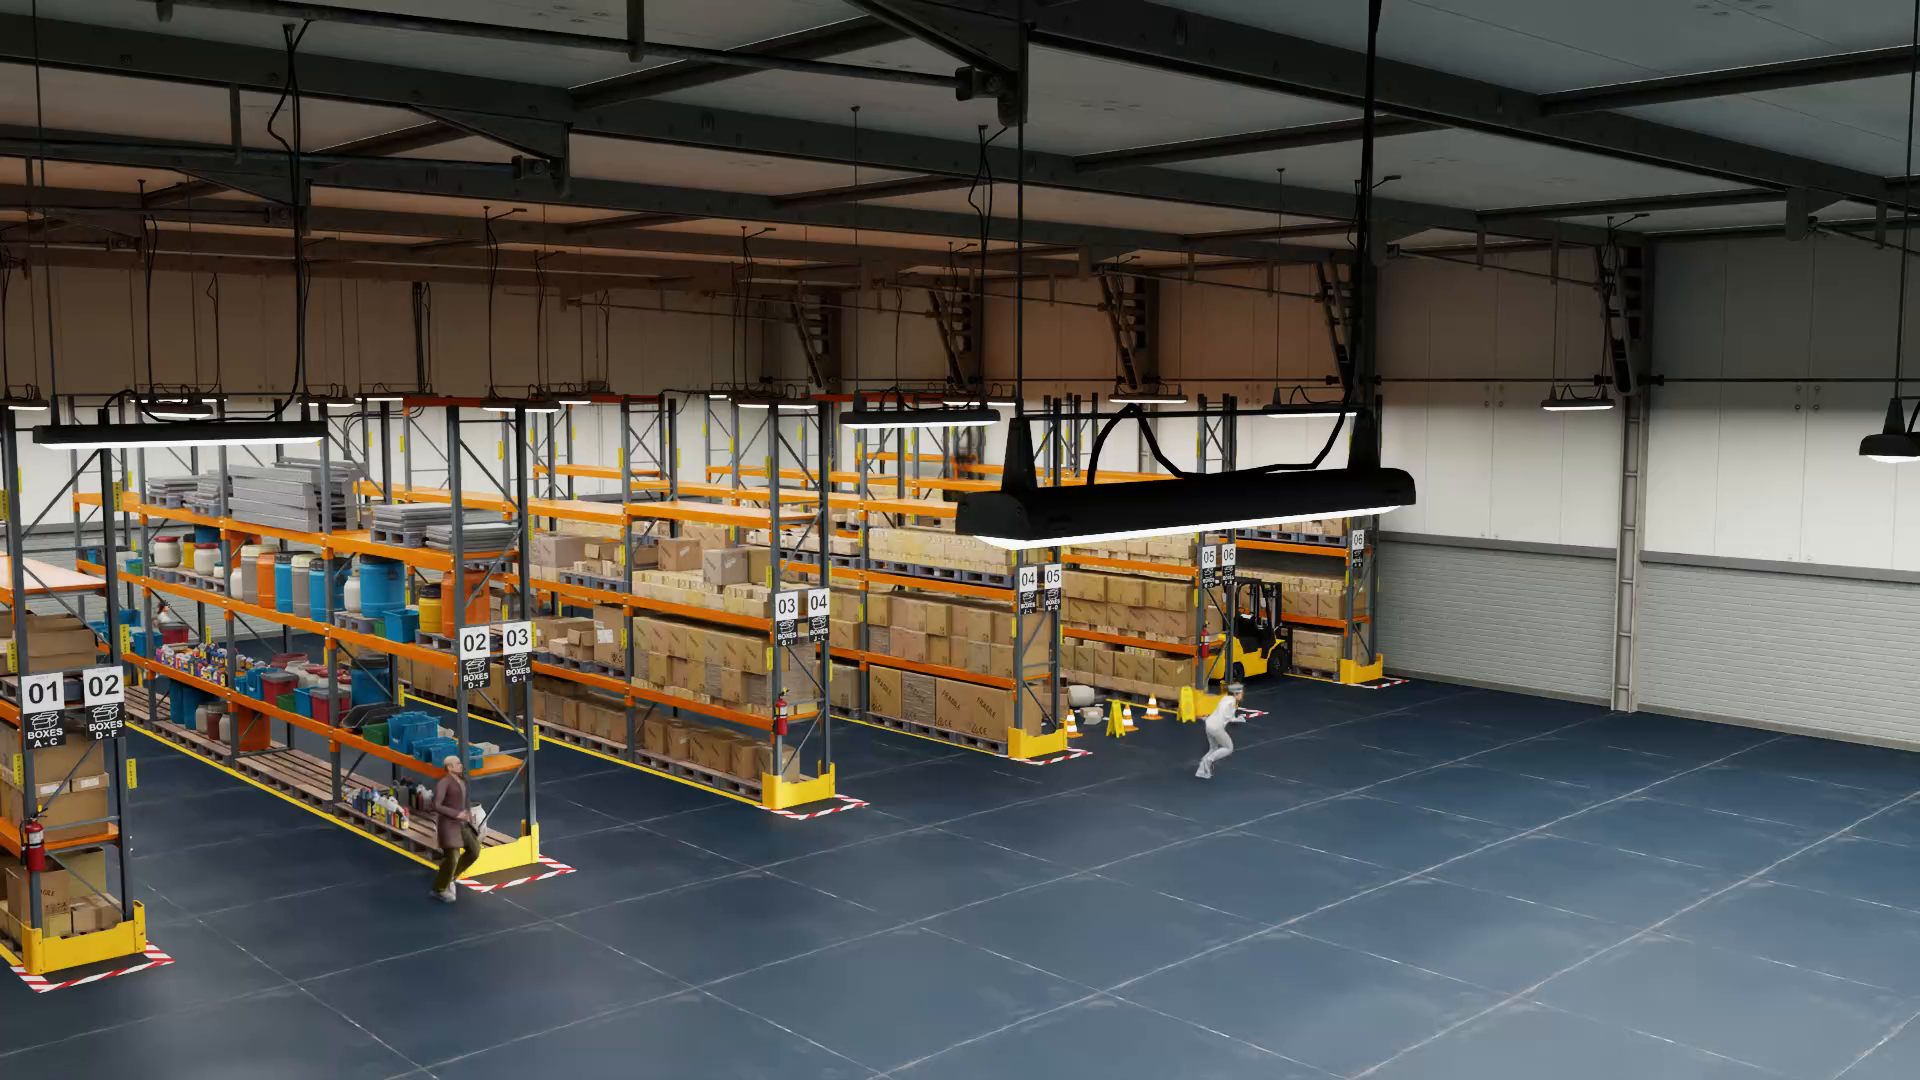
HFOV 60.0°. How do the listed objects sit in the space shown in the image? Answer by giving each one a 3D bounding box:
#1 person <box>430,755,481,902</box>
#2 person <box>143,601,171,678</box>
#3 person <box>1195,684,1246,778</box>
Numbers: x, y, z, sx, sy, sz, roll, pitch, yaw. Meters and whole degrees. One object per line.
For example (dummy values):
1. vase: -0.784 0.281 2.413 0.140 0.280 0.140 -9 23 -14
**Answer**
1. person: -6.148 3.502 20.331 0.614 1.749 0.728 1 6 13
2. person: -16.874 2.092 35.210 0.827 1.628 0.577 -3 6 -25
3. person: 4.163 3.043 26.360 0.801 1.498 0.645 -1 6 -6
